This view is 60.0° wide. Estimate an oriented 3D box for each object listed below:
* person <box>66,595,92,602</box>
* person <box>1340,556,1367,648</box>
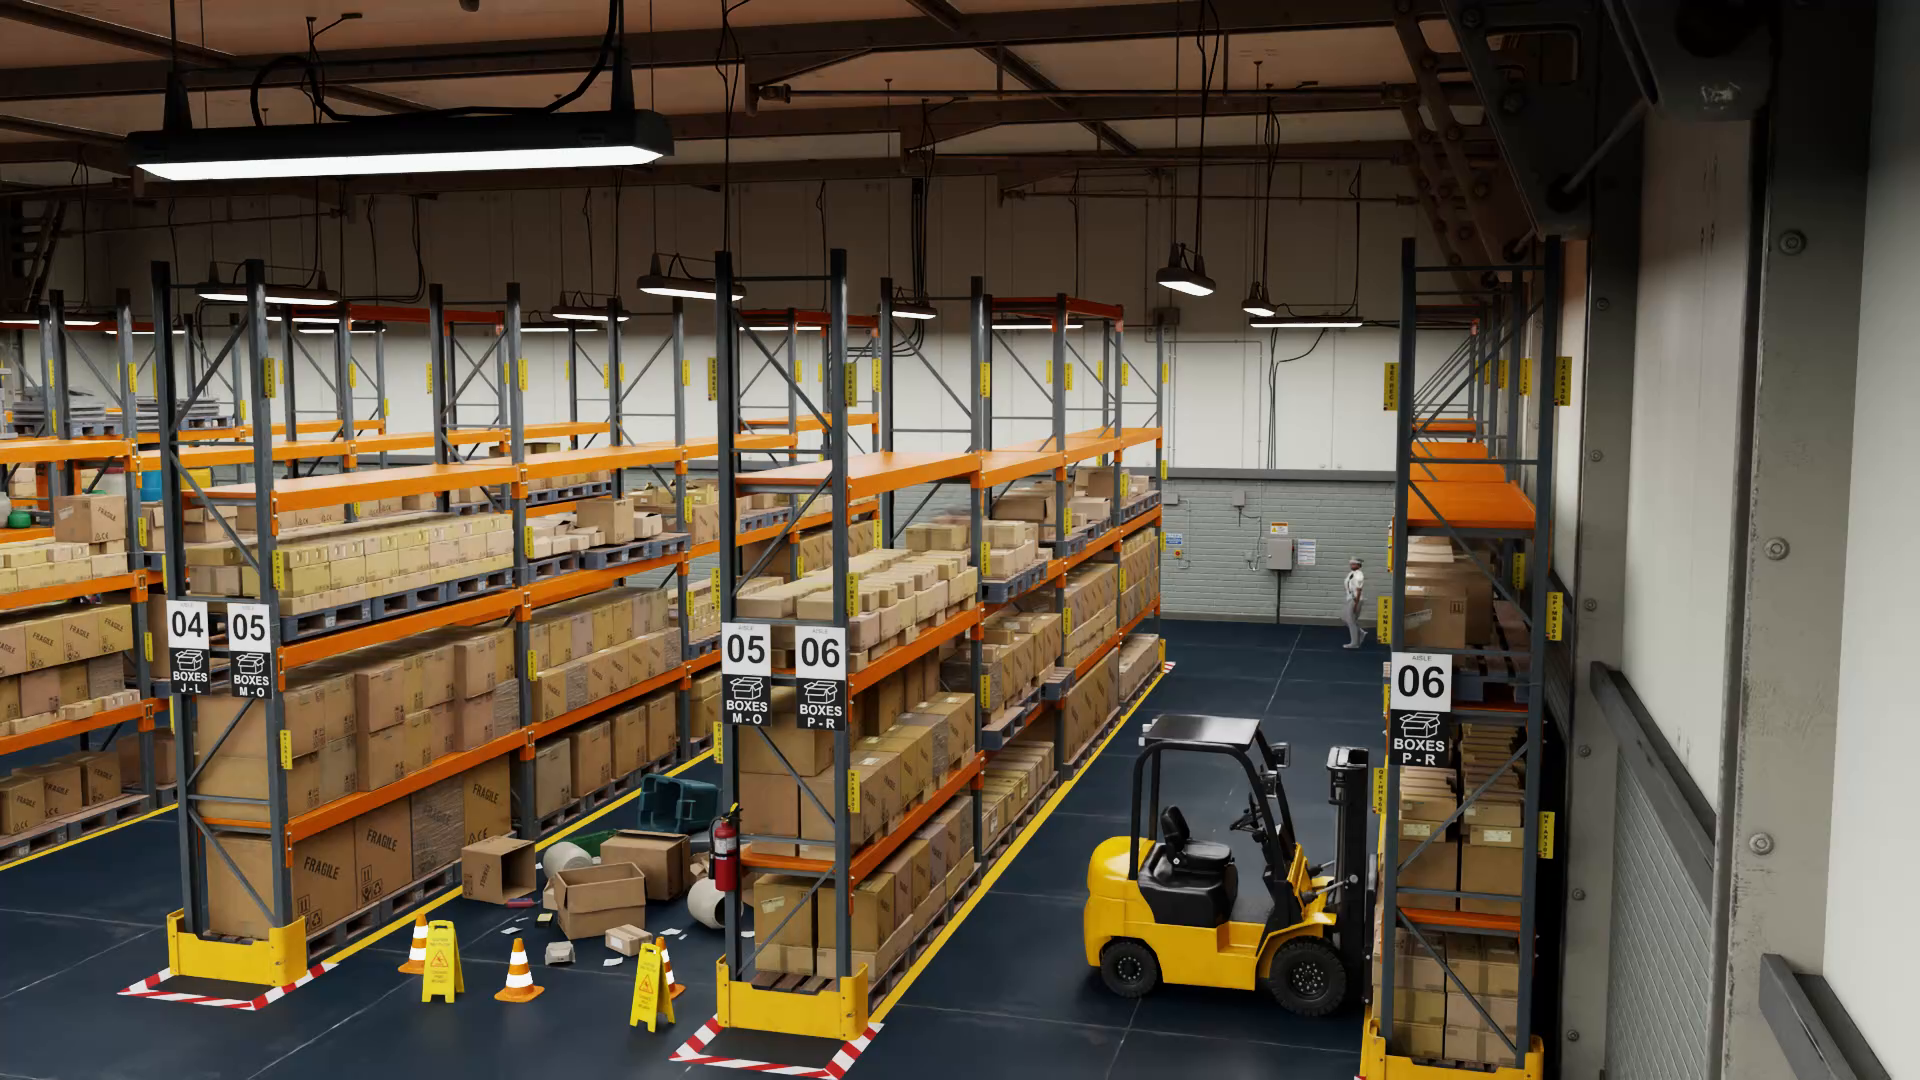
[{"bbox_3d":[-14.277,1.424,26.976,0.570,1.771,0.449,1,6,14],"label":"person"},{"bbox_3d":[7.174,1.118,30.178,0.472,1.681,0.480,1,6,5],"label":"person"}]
